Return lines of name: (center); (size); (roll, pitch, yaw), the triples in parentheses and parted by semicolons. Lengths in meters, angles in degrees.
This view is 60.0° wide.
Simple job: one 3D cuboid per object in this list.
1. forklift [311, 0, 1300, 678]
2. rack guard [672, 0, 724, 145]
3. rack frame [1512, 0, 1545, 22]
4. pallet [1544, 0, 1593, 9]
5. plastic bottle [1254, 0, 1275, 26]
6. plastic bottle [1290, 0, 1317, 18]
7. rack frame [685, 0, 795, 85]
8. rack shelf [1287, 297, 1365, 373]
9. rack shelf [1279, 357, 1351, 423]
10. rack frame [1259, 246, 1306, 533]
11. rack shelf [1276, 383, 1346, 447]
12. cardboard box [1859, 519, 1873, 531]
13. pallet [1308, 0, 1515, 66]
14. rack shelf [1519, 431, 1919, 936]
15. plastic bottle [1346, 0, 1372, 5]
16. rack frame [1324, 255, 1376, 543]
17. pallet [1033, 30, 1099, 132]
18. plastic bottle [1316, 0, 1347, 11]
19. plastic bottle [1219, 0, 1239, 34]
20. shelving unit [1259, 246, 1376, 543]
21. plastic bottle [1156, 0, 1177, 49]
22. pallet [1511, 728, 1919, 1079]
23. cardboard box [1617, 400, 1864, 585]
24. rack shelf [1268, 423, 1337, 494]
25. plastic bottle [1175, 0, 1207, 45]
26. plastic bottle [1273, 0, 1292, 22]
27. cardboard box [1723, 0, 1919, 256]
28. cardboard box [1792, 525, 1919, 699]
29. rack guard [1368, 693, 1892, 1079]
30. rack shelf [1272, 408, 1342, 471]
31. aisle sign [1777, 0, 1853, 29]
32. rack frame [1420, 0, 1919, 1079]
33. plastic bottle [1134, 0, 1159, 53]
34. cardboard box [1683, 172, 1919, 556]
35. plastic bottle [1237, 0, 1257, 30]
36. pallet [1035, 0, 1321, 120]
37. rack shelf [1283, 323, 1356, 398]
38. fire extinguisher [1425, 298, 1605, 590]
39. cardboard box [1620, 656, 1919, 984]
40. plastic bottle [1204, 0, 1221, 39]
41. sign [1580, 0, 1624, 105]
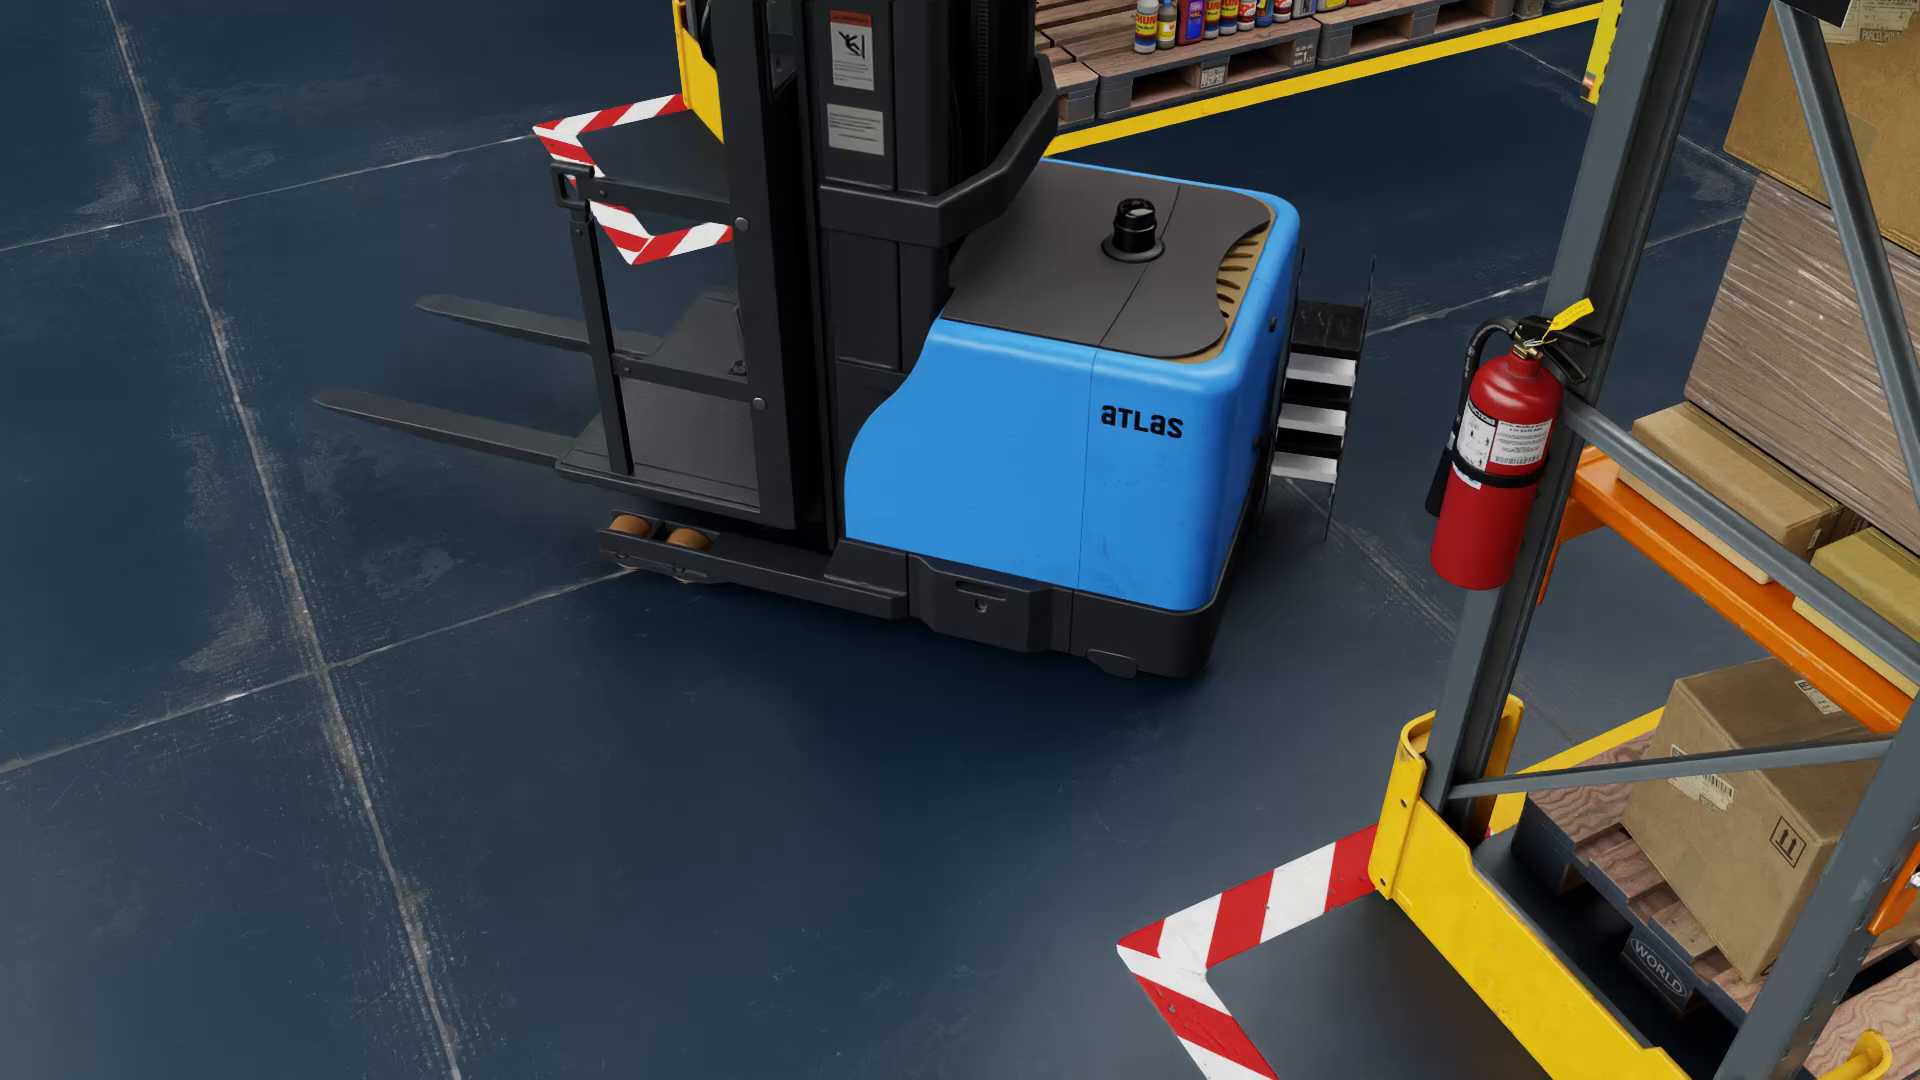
forklift: (-0.590, -1.297, 4.513); (3.031, 2.935, 1.130); (13, 42, 14)
rack guard: (-0.869, -1.939, 7.153); (0.348, 0.500, 1.175); (-19, 44, -21)
rack frame: (2.633, -4.037, 7.697); (0.127, 3.000, 1.000); (-19, 44, -21)
pallet: (3.312, -3.229, 8.902); (1.213, 0.211, 1.003); (-19, 44, -21)
plastic bottle: (1.410, -2.525, 7.682); (0.097, 0.271, 0.097); (0, 40, 0)
plastic bottle: (1.593, -2.608, 7.777); (0.135, 0.276, 0.152); (-18, 43, -20)
rack frame: (-0.914, -2.843, 6.287); (0.127, 3.000, 1.000); (-19, 44, -21)
rack shelf: (1.081, -0.607, 4.903); (0.200, 0.077, 0.258); (9, 41, 10)
rack shelf: (1.080, -0.469, 5.020); (0.200, 0.077, 0.258); (9, 41, 10)
rack frame: (0.981, -0.442, 5.074); (0.006, 0.900, 0.240); (9, 41, 10)
rack shelf: (1.080, -0.401, 5.078); (0.200, 0.077, 0.258); (9, 41, 10)
cardboard box: (1.753, -0.187, 3.343); (0.250, 0.149, 0.380); (-19, 44, -21)
pallet: (2.018, -2.796, 8.390); (1.213, 0.211, 1.003); (-19, 44, -21)
rack shelf: (3.147, -0.327, 3.872); (4.000, 0.370, 1.077); (-19, 44, -21)
plastic bottle: (1.900, -2.681, 7.857); (0.133, 0.283, 0.061); (-16, 43, -18)
rack frame: (1.179, -0.411, 5.039); (0.006, 0.900, 0.240); (9, 41, 10)
pallet: (-0.146, -2.068, 7.530); (1.213, 0.211, 1.003); (-19, 44, -21)
plastic bottle: (1.739, -2.683, 7.807); (0.185, 0.351, 0.144); (-19, 44, -21)
plastic bottle: (1.230, -2.464, 7.611); (0.097, 0.271, 0.097); (0, 40, 0)
shelving unit: (1.080, -0.426, 5.056); (0.210, 0.900, 0.258); (9, 41, 10)
plastic bottle: (0.929, -2.336, 7.514); (0.097, 0.201, 0.097); (0, 40, 0)
pallet: (2.178, 0.814, 4.124); (1.213, 0.211, 1.003); (-19, 44, -21)
cardboard box: (1.531, -0.112, 3.256); (0.250, 0.149, 0.380); (-19, 44, -21)
rack shelf: (1.080, -0.264, 5.195); (0.200, 0.077, 0.258); (9, 41, 10)
plastic bottle: (1.047, -2.394, 7.518); (0.133, 0.283, 0.061); (-18, 43, -20)
plastic bottle: (1.501, -2.529, 7.741); (0.097, 0.201, 0.097); (0, 40, 0)
cardboard box: (1.747, -0.844, 2.844); (0.500, 0.500, 0.500); (-19, 44, -21)
cardboard box: (1.736, 0.142, 2.955); (0.250, 0.149, 0.380); (-19, 44, -21)
rack guard: (1.441, 0.926, 3.769); (0.348, 0.500, 1.175); (-19, 44, -21)
rack shelf: (1.080, -0.332, 5.136); (0.200, 0.077, 0.258); (9, 41, 10)
aisle sign: (1.180, -1.151, 2.276); (0.004, 0.787, 0.394); (-19, 44, -21)
rack frame: (1.374, -0.005, 2.934); (0.127, 3.000, 1.000); (-19, 44, -21)
plastic bottle: (0.838, -2.332, 7.455); (0.097, 0.271, 0.097); (0, 40, 0)
cardboard box: (1.874, -0.305, 2.981); (0.500, 0.500, 0.875); (-19, 44, -21)
plastic bottle: (1.318, -2.467, 7.668); (0.097, 0.201, 0.097); (0, 40, 0)
pallet: (0.935, -2.429, 7.957); (1.213, 0.211, 1.003); (-19, 44, -21)
rack shelf: (1.081, -0.538, 4.962); (0.200, 0.077, 0.258); (9, 41, 10)
fire extinguisher: (1.059, -0.205, 3.231); (0.183, 0.674, 0.296); (-19, 44, -21)
cardboard box: (1.935, 0.612, 3.815); (0.500, 0.500, 0.500); (-11, 41, -13)
plastic bottle: (1.142, -2.435, 7.576); (0.097, 0.271, 0.097); (0, 40, 0)
sign: (1.135, -0.892, 2.841); (0.005, 0.325, 0.100); (-19, 44, -21)
